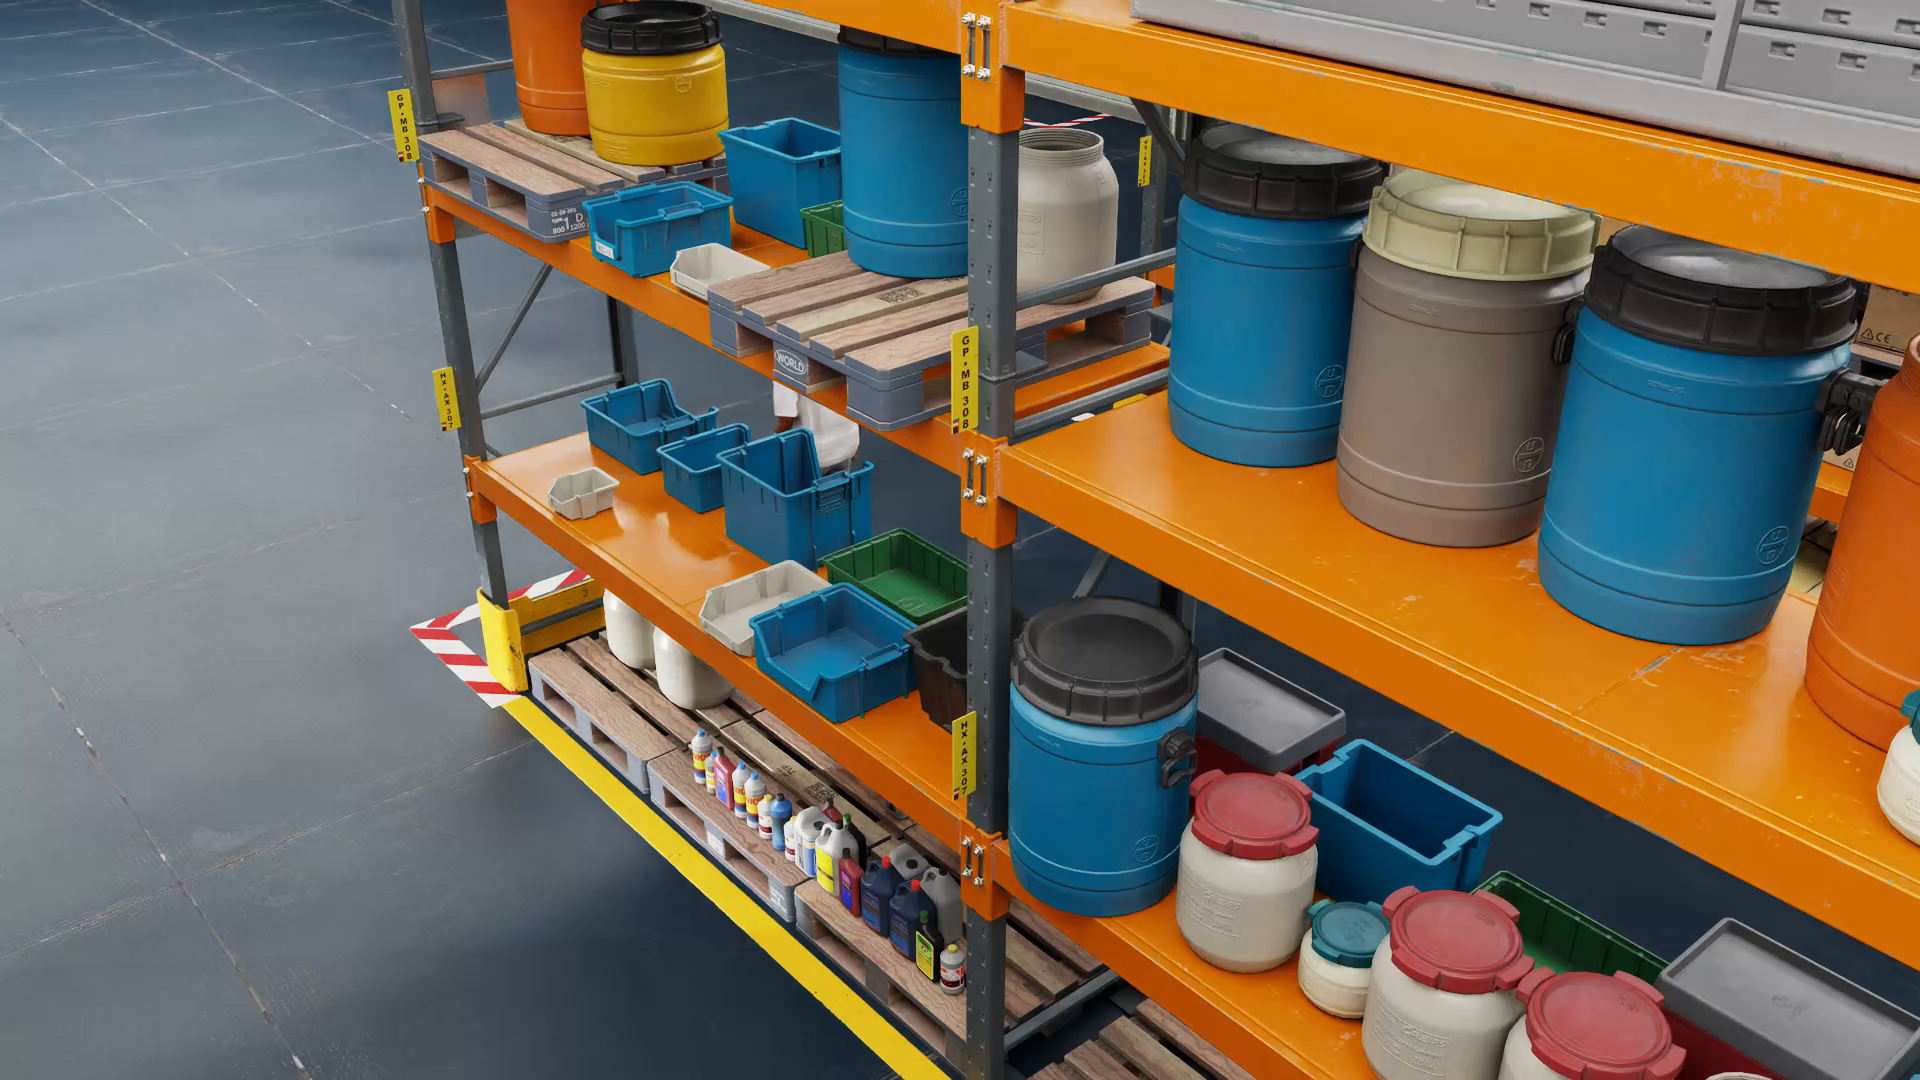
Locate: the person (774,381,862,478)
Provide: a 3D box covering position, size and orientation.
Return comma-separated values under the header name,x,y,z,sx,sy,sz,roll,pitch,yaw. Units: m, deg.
name,x,y,z,sx,sy,sz,roll,pitch,yaw
person,-0.825,-0.539,9.616,0.625,1.760,0.460,-22,35,-35
